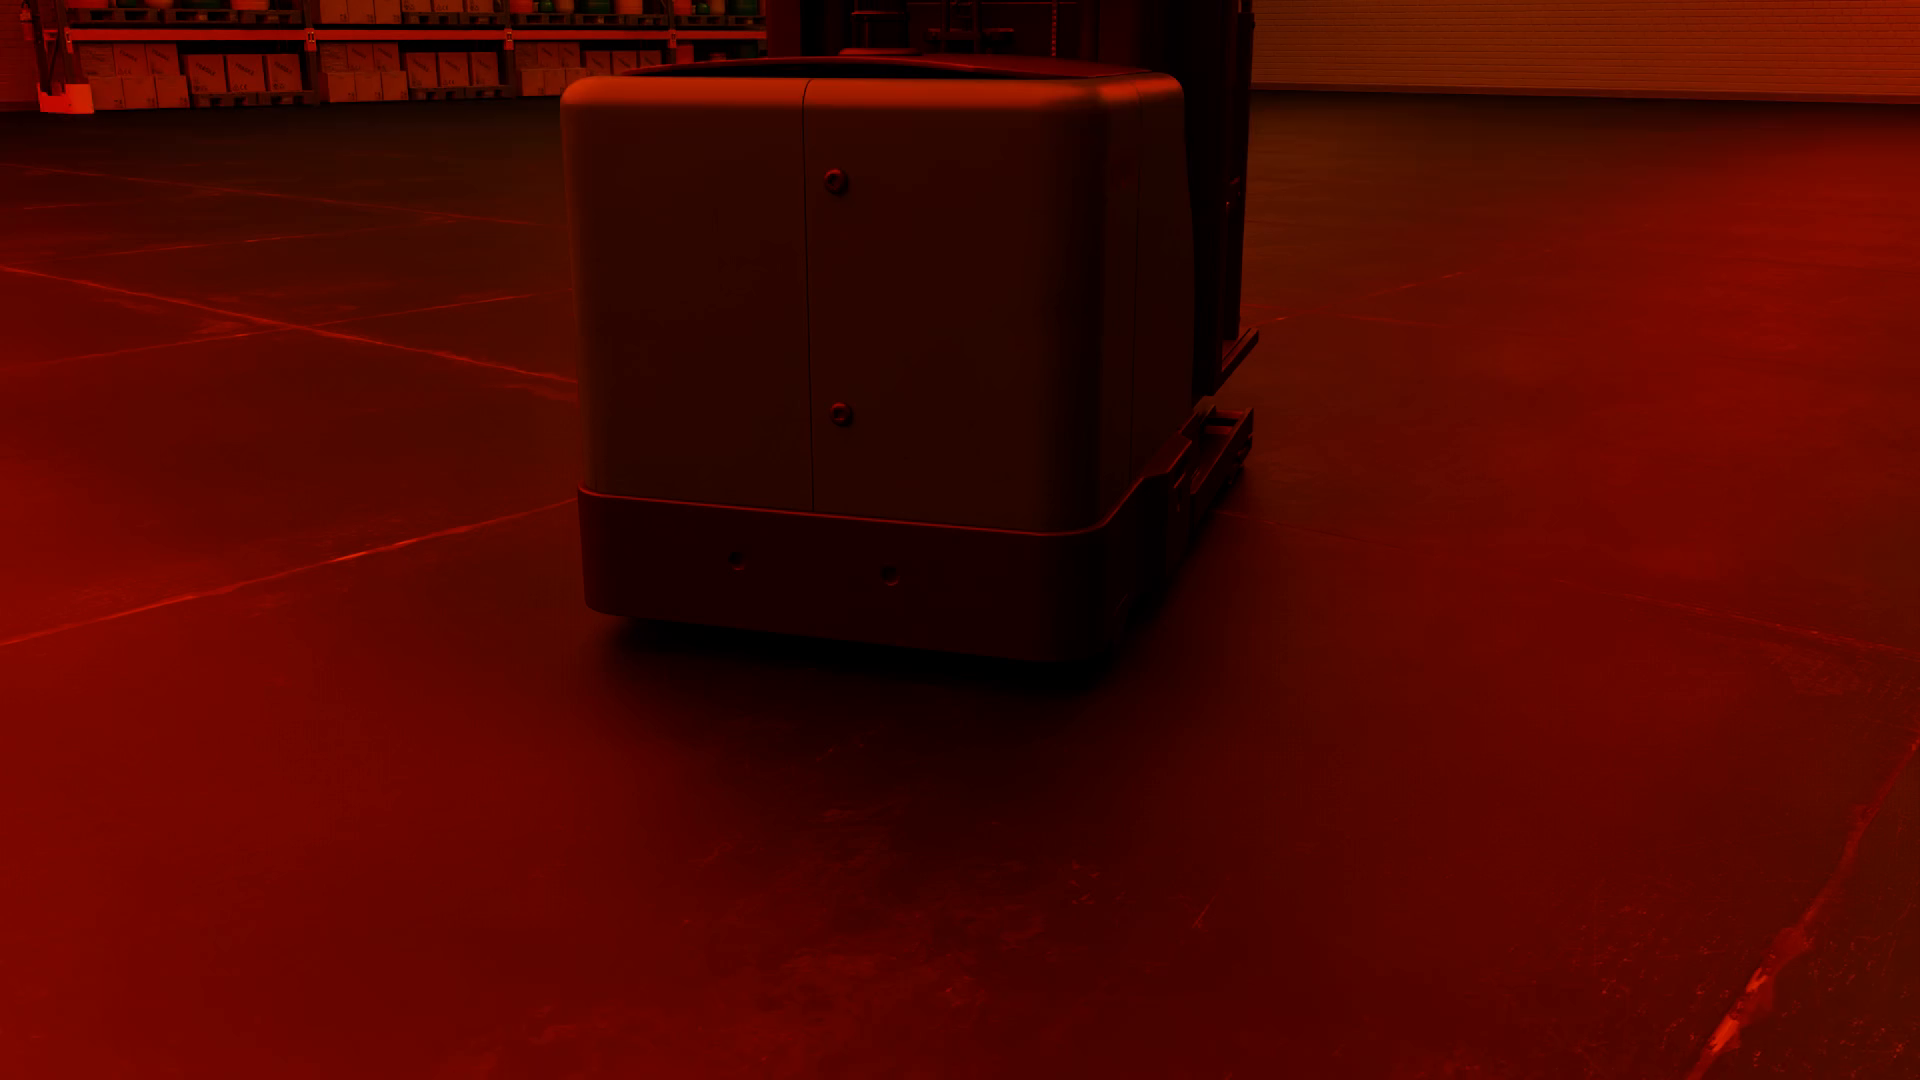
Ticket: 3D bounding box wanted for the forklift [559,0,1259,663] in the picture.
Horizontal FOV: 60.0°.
[{"bbox_3d":[0.182,-1.571,4.072,1.130,2.935,3.031,5,18,17],"label":"forklift"}]
